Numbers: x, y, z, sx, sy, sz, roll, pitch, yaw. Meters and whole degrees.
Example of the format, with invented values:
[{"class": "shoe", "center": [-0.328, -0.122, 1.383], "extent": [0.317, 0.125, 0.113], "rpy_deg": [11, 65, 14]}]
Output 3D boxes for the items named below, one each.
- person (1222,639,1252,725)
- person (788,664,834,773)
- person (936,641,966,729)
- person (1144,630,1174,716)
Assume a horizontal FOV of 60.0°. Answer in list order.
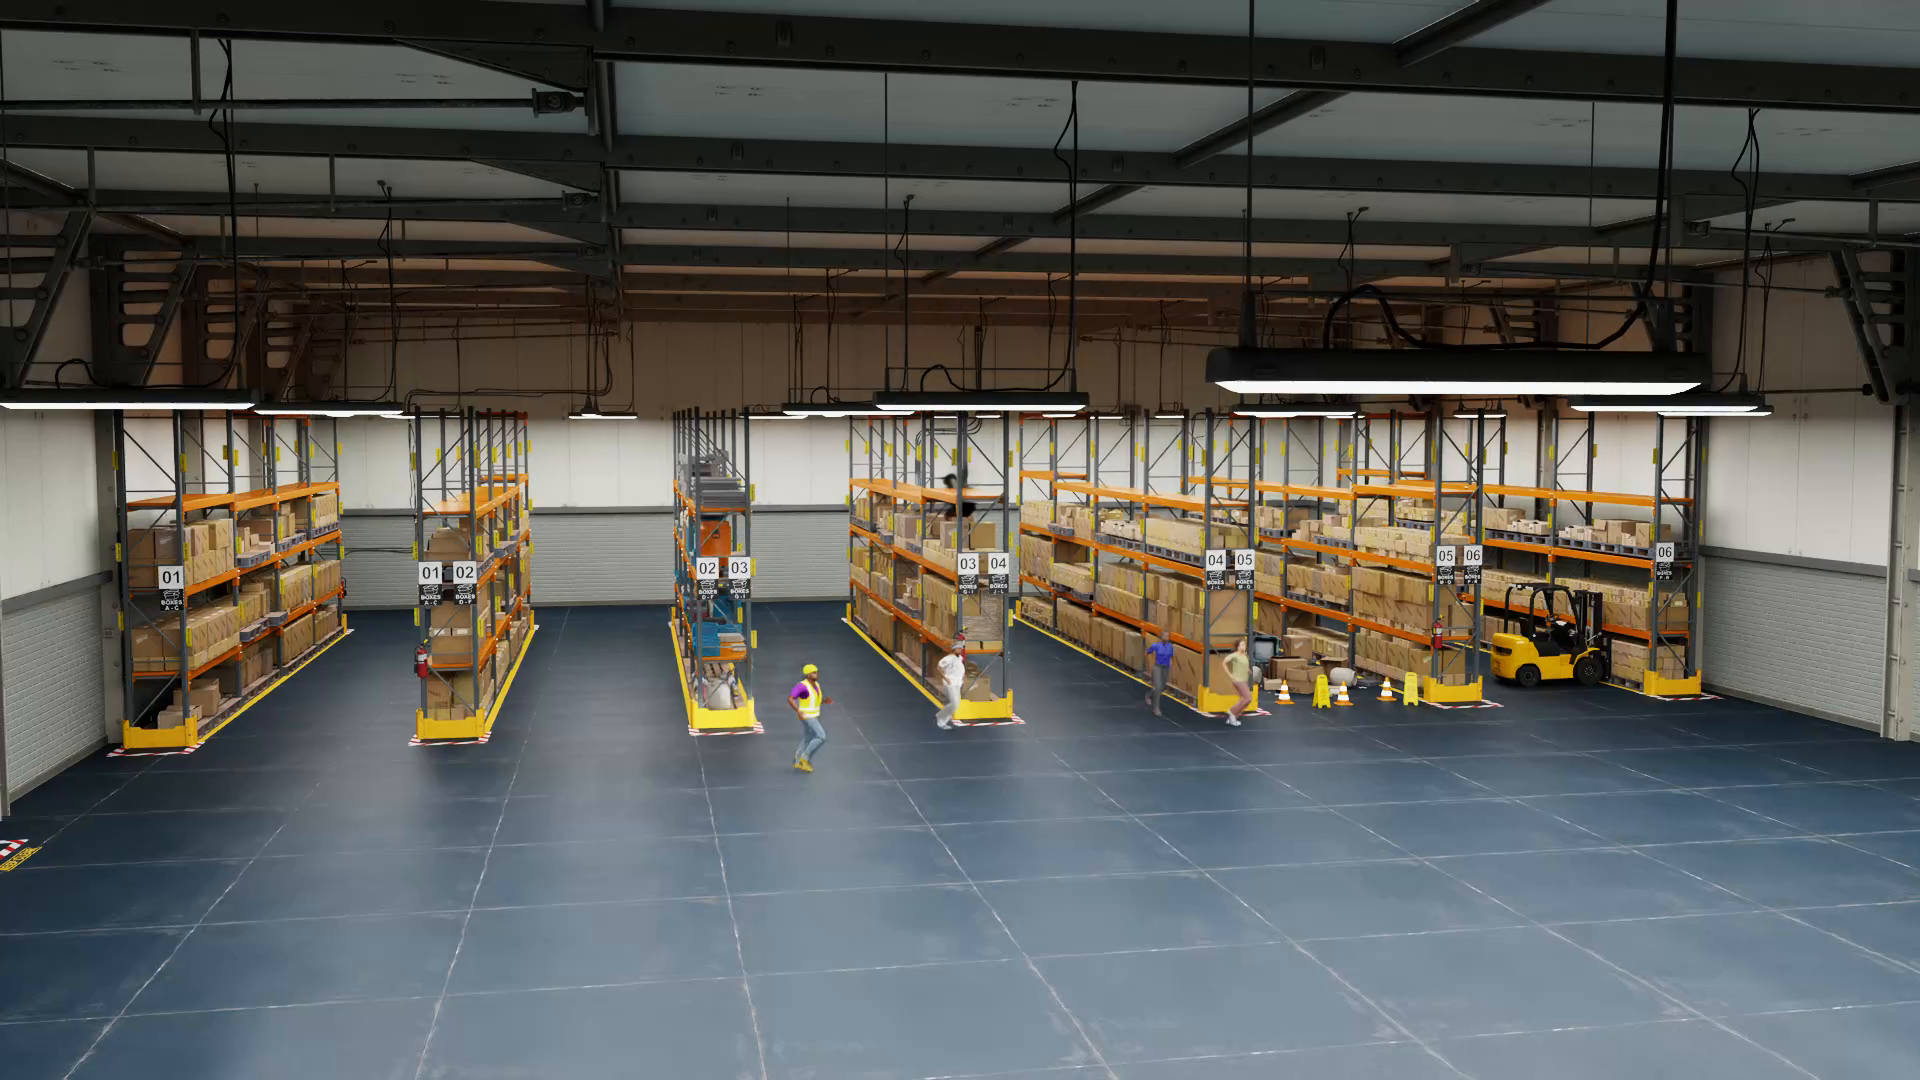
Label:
[{"class": "person", "center": [5.298, 2.680, 31.320], "extent": [0.554, 1.620, 0.581], "rpy_deg": [3, 5, 35]}, {"class": "person", "center": [-2.424, 2.916, 27.259], "extent": [0.679, 1.767, 0.668], "rpy_deg": [1, 4, 14]}, {"class": "person", "center": [-0.103, 2.699, 30.951], "extent": [0.525, 1.645, 0.588], "rpy_deg": [4, 5, 41]}, {"class": "person", "center": [3.948, 2.593, 32.832], "extent": [0.615, 1.630, 0.812], "rpy_deg": [-2, 4, -23]}]
